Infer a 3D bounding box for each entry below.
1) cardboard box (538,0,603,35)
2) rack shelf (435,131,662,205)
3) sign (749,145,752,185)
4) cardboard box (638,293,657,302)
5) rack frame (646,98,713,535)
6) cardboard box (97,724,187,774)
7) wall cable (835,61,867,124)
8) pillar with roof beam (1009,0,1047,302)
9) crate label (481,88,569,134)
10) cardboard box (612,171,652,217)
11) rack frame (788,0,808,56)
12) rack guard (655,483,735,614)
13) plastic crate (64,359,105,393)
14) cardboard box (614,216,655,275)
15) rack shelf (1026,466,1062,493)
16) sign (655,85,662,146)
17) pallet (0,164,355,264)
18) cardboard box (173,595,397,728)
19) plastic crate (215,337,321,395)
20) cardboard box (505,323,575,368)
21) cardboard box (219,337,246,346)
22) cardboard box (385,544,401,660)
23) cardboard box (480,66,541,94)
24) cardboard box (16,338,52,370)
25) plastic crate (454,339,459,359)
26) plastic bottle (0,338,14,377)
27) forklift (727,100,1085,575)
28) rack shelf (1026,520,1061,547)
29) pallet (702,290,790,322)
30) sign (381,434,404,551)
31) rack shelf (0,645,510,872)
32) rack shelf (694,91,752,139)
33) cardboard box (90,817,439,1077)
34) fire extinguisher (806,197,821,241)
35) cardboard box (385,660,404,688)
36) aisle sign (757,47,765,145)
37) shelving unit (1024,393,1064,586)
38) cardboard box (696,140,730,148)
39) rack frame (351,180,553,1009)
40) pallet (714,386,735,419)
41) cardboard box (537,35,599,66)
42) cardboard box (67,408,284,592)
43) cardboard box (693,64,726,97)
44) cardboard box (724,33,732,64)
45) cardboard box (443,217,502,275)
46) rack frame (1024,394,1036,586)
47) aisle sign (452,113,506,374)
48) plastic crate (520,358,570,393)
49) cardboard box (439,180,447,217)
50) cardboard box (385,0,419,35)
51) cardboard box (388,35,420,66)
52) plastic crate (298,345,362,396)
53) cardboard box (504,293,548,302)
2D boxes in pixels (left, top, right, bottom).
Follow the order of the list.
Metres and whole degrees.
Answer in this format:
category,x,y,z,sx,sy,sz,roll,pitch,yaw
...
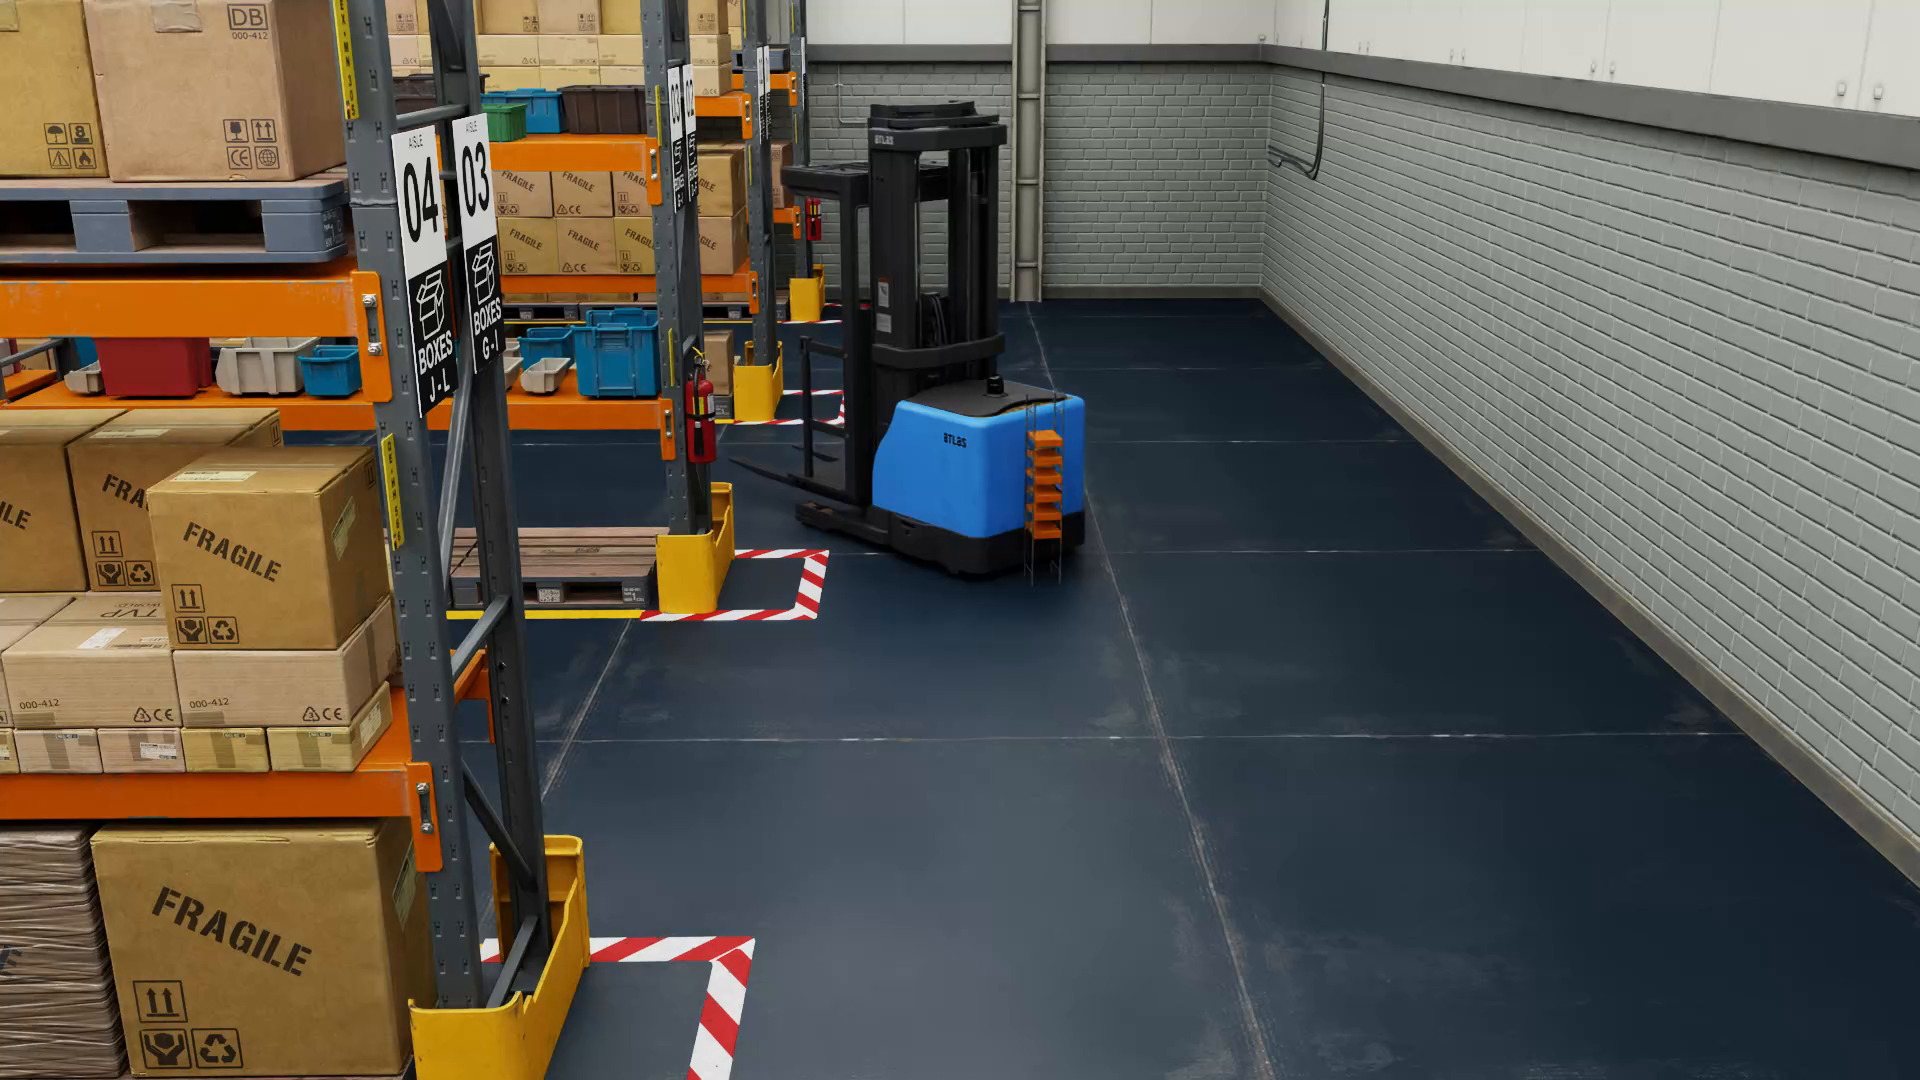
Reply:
category,x,y,z,sx,sy,sz,roll,pitch,yaw
cardboard box,-3.290,-4.598,14.259,0.500,0.500,0.700,0,18,-1
rack shelf,-3.702,-2.228,9.850,4.000,0.370,1.077,0,18,-1
sign,-1.788,-3.197,14.191,0.005,0.325,0.100,0,18,-1
cardboard box,-3.560,-3.149,19.857,0.500,0.500,0.700,-1,18,-3
rack frame,-1.702,-1.152,10.228,0.127,3.000,1.000,0,18,-1
cardboard box,-2.487,0.585,5.224,0.250,0.149,0.380,0,18,-1
wall cable,-0.593,-4.957,20.425,1.851,1.984,0.084,0,18,-1
pillar with roof beam,0.895,-5.997,15.510,0.400,9.000,9.100,0,18,-1
crate label,-2.630,-2.604,10.087,0.502,0.251,0.408,0,18,-1
cardboard box,-2.723,-3.100,14.500,0.500,0.500,0.500,0,18,1
rack frame,-1.859,-7.034,18.744,0.127,3.000,1.000,0,18,-1
rack guard,-1.679,0.034,10.623,0.348,0.500,1.175,0,18,-1
plastic crate,-5.234,-0.994,10.070,0.243,0.136,0.396,0,18,-1
cardboard box,-2.739,-2.624,14.652,0.500,0.500,0.500,0,18,0
rack shelf,0.531,-0.388,10.544,0.180,0.103,0.258,-3,18,-10
sign,-1.678,-2.363,9.263,0.005,0.325,0.100,0,18,-1
pallet,-2.366,-1.019,5.047,1.213,0.211,1.003,0,18,-1
cardboard box,-2.105,0.374,5.230,0.500,0.250,0.500,-1,18,-2
plastic crate,-4.172,-1.056,10.025,0.530,0.282,0.437,0,18,-1
cardboard box,-3.898,-1.677,15.232,0.637,0.503,0.797,0,18,-1
cardboard box,-6.265,-1.575,14.919,0.500,0.500,0.500,0,18,-1
cardboard box,-2.108,0.210,5.740,0.500,0.250,0.500,-1,18,-2
cardboard box,-3.786,-3.936,14.241,0.500,0.250,0.500,0,18,-1
cardboard box,-8.291,-1.566,14.889,0.500,0.500,0.500,-1,18,-2
plastic crate,-3.271,-1.194,10.535,0.300,0.233,0.416,0,18,-1
plastic bottle,-6.099,-1.206,10.478,0.185,0.351,0.144,0,18,-1
forklift,-0.524,-1.545,11.565,1.130,2.935,3.031,-16,24,-40
rack shelf,0.531,-0.045,10.655,0.180,0.103,0.258,-3,18,-10
pallet,-2.657,-2.822,20.000,1.213,0.211,1.003,0,18,-1
sign,-1.630,-0.138,4.783,0.005,0.325,0.100,0,18,-1
rack shelf,-3.624,0.713,5.592,4.000,0.370,1.077,0,18,-1
rack shelf,-3.777,-3.741,14.566,4.000,0.370,1.077,0,18,-1
cardboard box,-2.263,1.200,5.687,0.875,0.875,0.875,0,18,-1
fire extinguisher,-1.701,-3.823,19.292,0.183,0.674,0.296,0,18,-1
cardboard box,-1.984,0.381,5.860,0.250,0.149,0.380,0,18,0
aisle sign,-1.704,-3.810,14.257,0.004,0.787,0.394,0,18,-1
shelving unit,0.531,-0.316,10.567,0.189,1.200,0.258,-3,18,-10
cardboard box,-3.096,-4.308,19.576,0.700,0.700,0.980,0,18,-1
rack frame,-1.624,0.361,5.513,0.127,3.000,1.000,0,18,-1
pallet,-2.650,-1.333,15.356,1.213,0.211,1.003,0,18,-1
cardboard box,-3.286,-4.176,14.171,0.500,0.250,0.500,0,18,-1
cardboard box,-2.608,-0.144,5.618,0.500,0.500,0.500,-1,18,-2
cardboard box,-2.286,-3.939,14.250,0.500,0.250,0.500,0,18,-1
cardboard box,-2.295,-4.337,14.673,0.500,0.250,0.500,0,18,-1
cardboard box,-4.250,-2.618,14.633,0.500,0.500,0.500,0,18,-1
rack frame,0.441,-0.311,10.551,0.006,1.200,0.240,-3,18,-10
aisle sign,-1.557,-0.969,5.402,0.004,0.787,0.394,0,18,-1
plastic crate,-2.515,-0.996,10.075,0.243,0.136,0.396,0,18,-1
cardboard box,-4.271,-3.091,14.471,0.500,0.500,0.500,-1,18,-2
cardboard box,-4.789,-4.571,14.174,0.500,0.500,0.700,0,18,-1
cardboard box,-4.786,-4.170,14.153,0.500,0.250,0.500,0,18,-1
plastic crate,-3.752,-1.013,9.970,0.300,0.233,0.416,0,18,-1
cardboard box,-5.109,-3.141,19.832,0.500,0.500,0.700,0,18,0
